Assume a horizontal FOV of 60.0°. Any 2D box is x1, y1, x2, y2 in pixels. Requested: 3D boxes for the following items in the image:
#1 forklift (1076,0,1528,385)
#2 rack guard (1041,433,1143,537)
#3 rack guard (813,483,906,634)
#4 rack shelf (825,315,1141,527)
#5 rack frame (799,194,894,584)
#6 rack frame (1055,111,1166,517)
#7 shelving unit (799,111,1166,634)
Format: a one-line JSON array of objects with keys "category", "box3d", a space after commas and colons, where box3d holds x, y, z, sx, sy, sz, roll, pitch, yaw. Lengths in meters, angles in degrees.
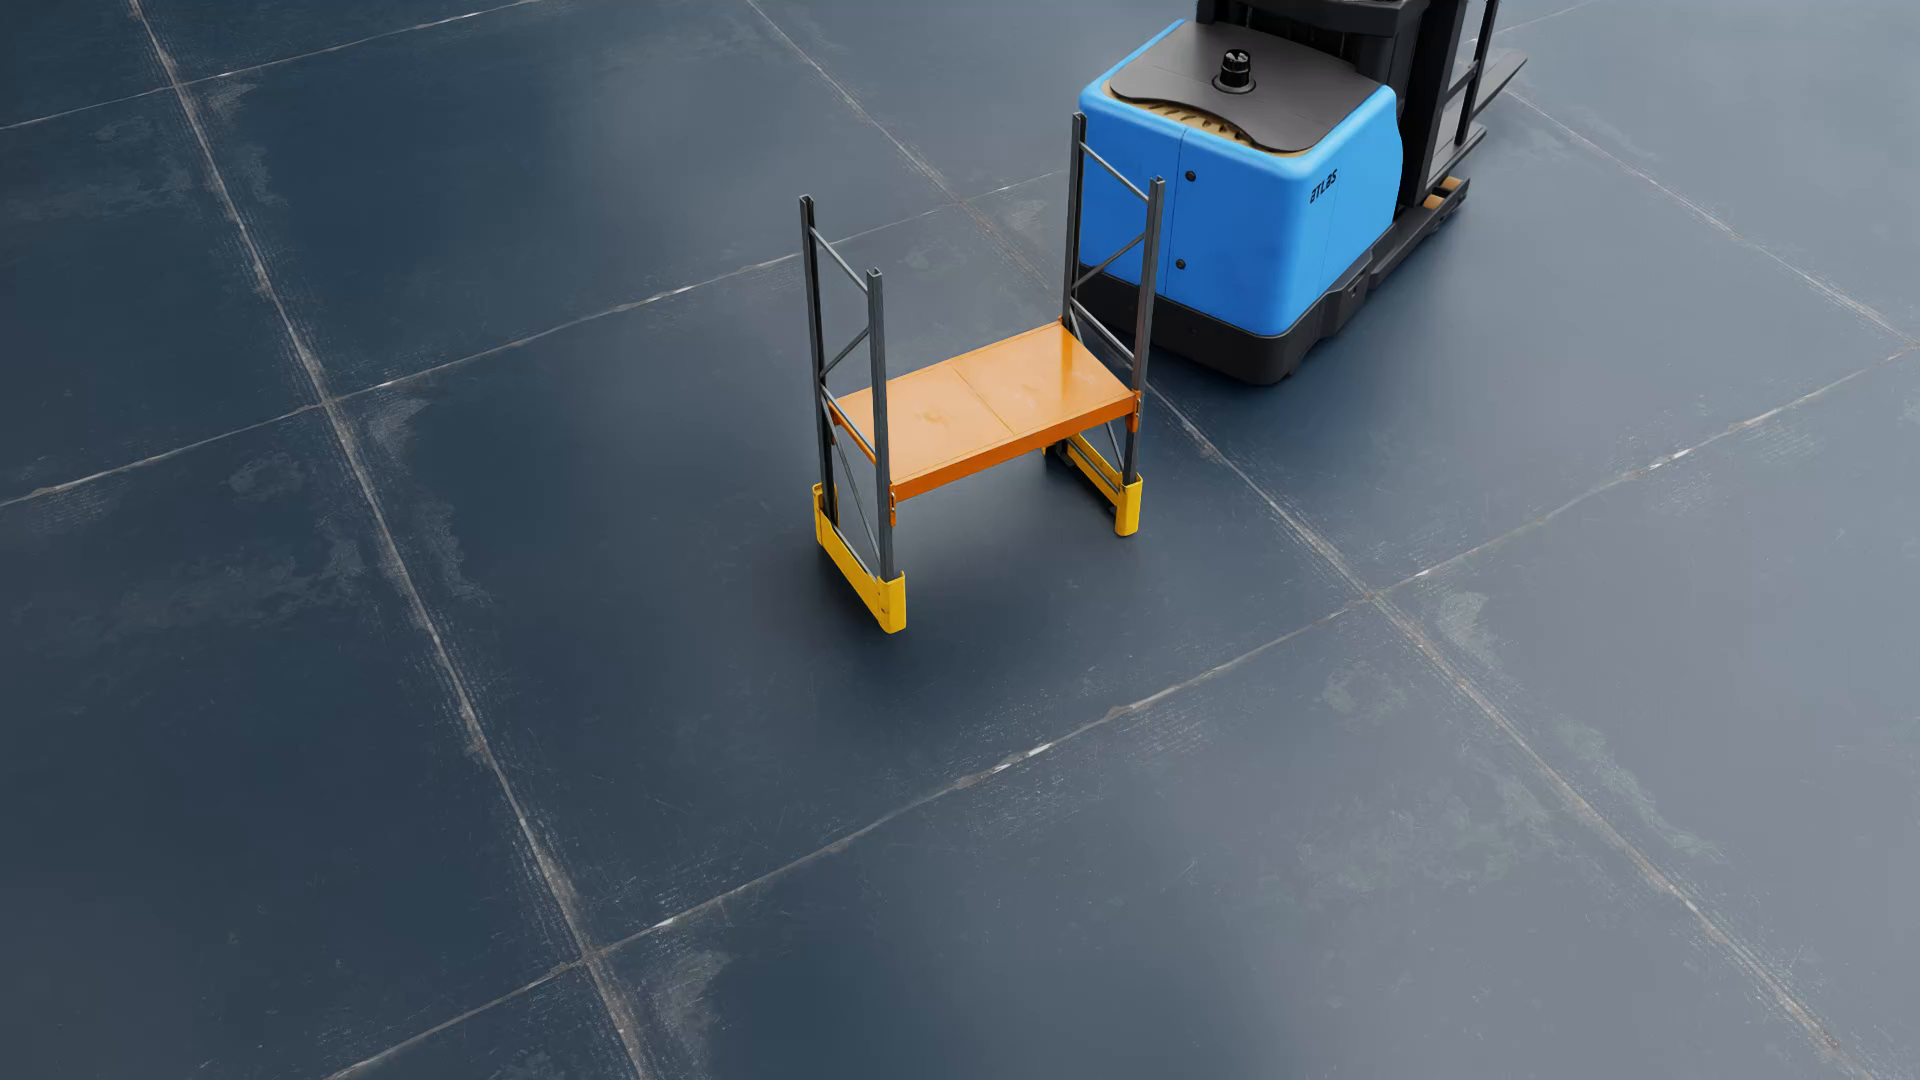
[{"category": "forklift", "box3d": [1.734, -2.668, 6.895, 1.130, 2.935, 3.031, 27, 50, 25]}, {"category": "rack guard", "box3d": [0.498, -0.289, 6.368, 0.087, 0.250, 0.587, -22, 48, -21]}, {"category": "rack guard", "box3d": [-0.366, 0.057, 6.012, 0.087, 0.250, 0.587, -22, 48, -21]}, {"category": "rack shelf", "box3d": [0.074, -0.439, 5.883, 1.000, 0.185, 0.538, -22, 48, -21]}, {"category": "rack frame", "box3d": [-0.367, -0.391, 5.576, 0.032, 1.500, 0.500, -22, 48, -21]}, {"category": "rack frame", "box3d": [0.515, -0.744, 5.940, 0.032, 1.500, 0.500, -22, 48, -21]}, {"category": "shelving unit", "box3d": [0.066, -0.565, 5.755, 1.083, 1.500, 0.587, -22, 48, -21]}]
